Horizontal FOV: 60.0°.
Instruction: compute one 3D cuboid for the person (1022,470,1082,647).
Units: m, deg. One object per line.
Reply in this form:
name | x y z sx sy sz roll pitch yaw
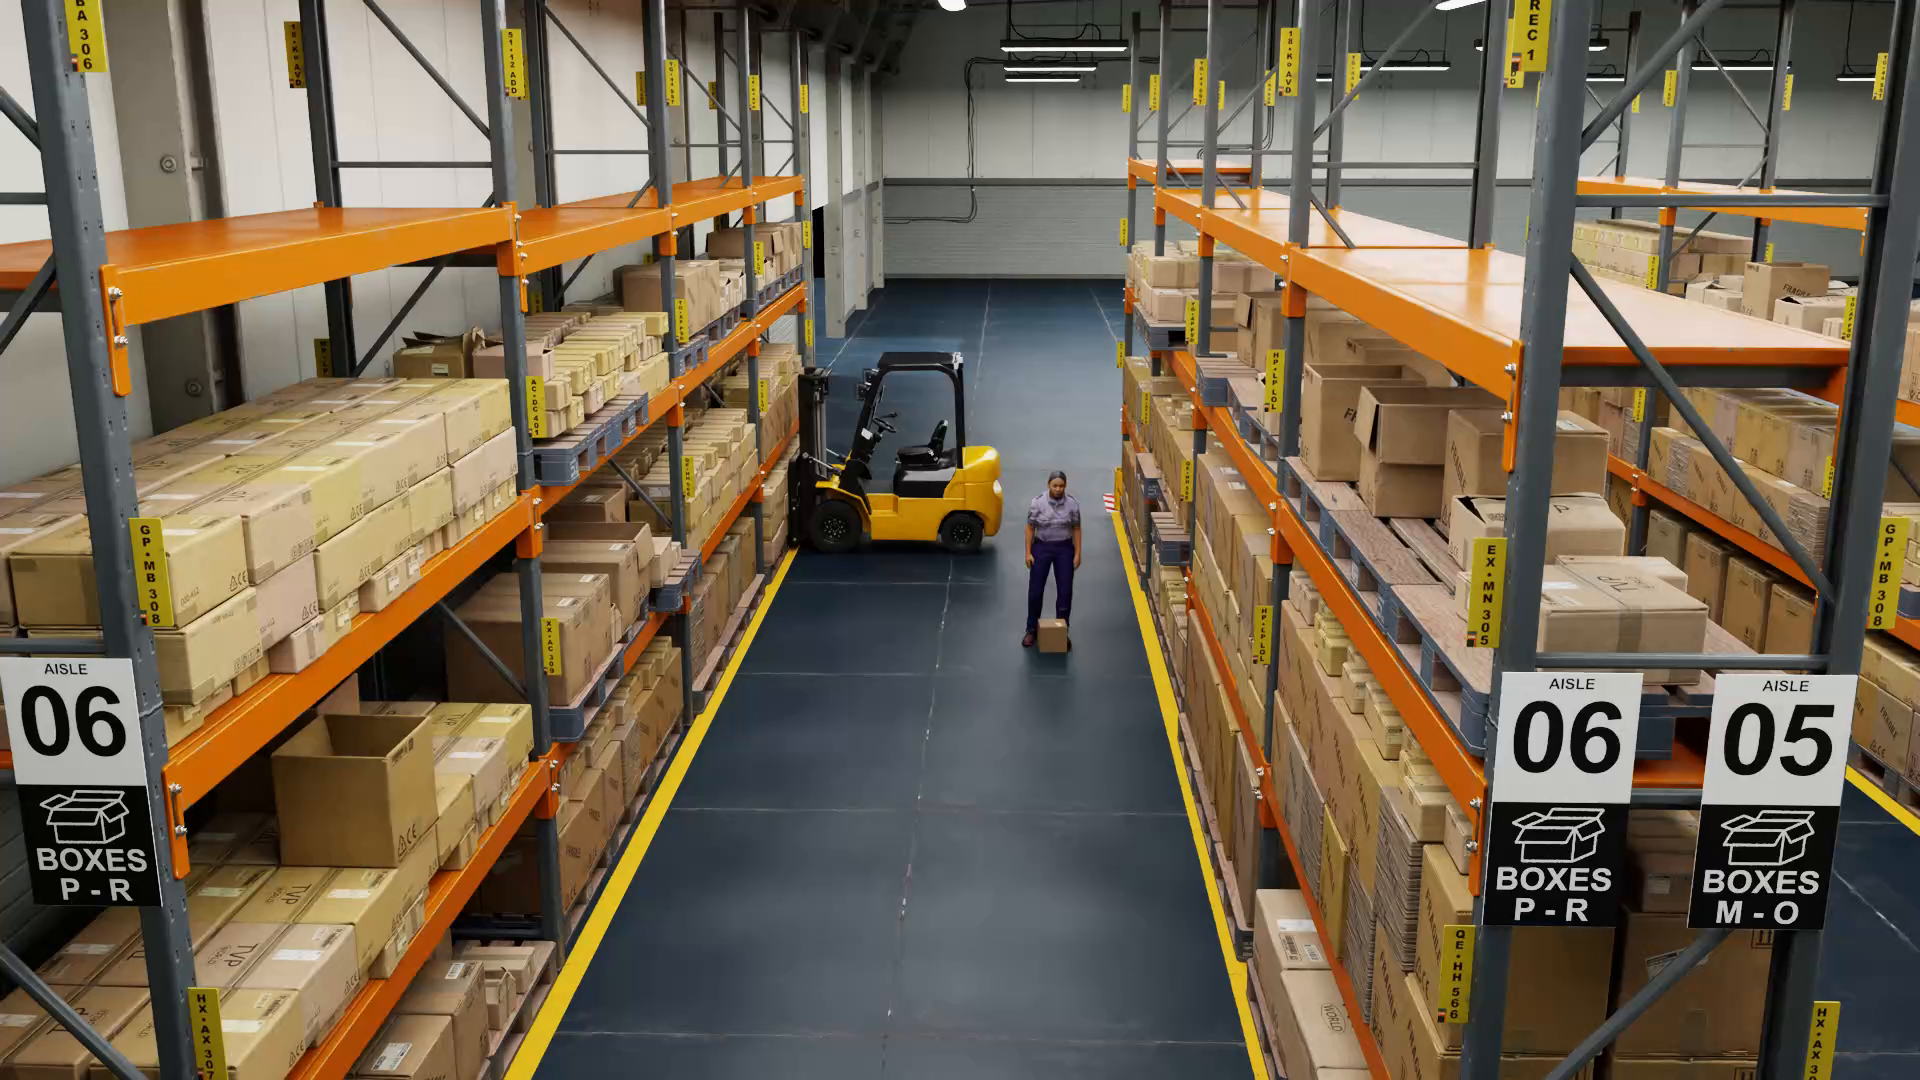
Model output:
person | 0.852 0.161 15.403 0.556 1.636 0.425 0 14 -2
